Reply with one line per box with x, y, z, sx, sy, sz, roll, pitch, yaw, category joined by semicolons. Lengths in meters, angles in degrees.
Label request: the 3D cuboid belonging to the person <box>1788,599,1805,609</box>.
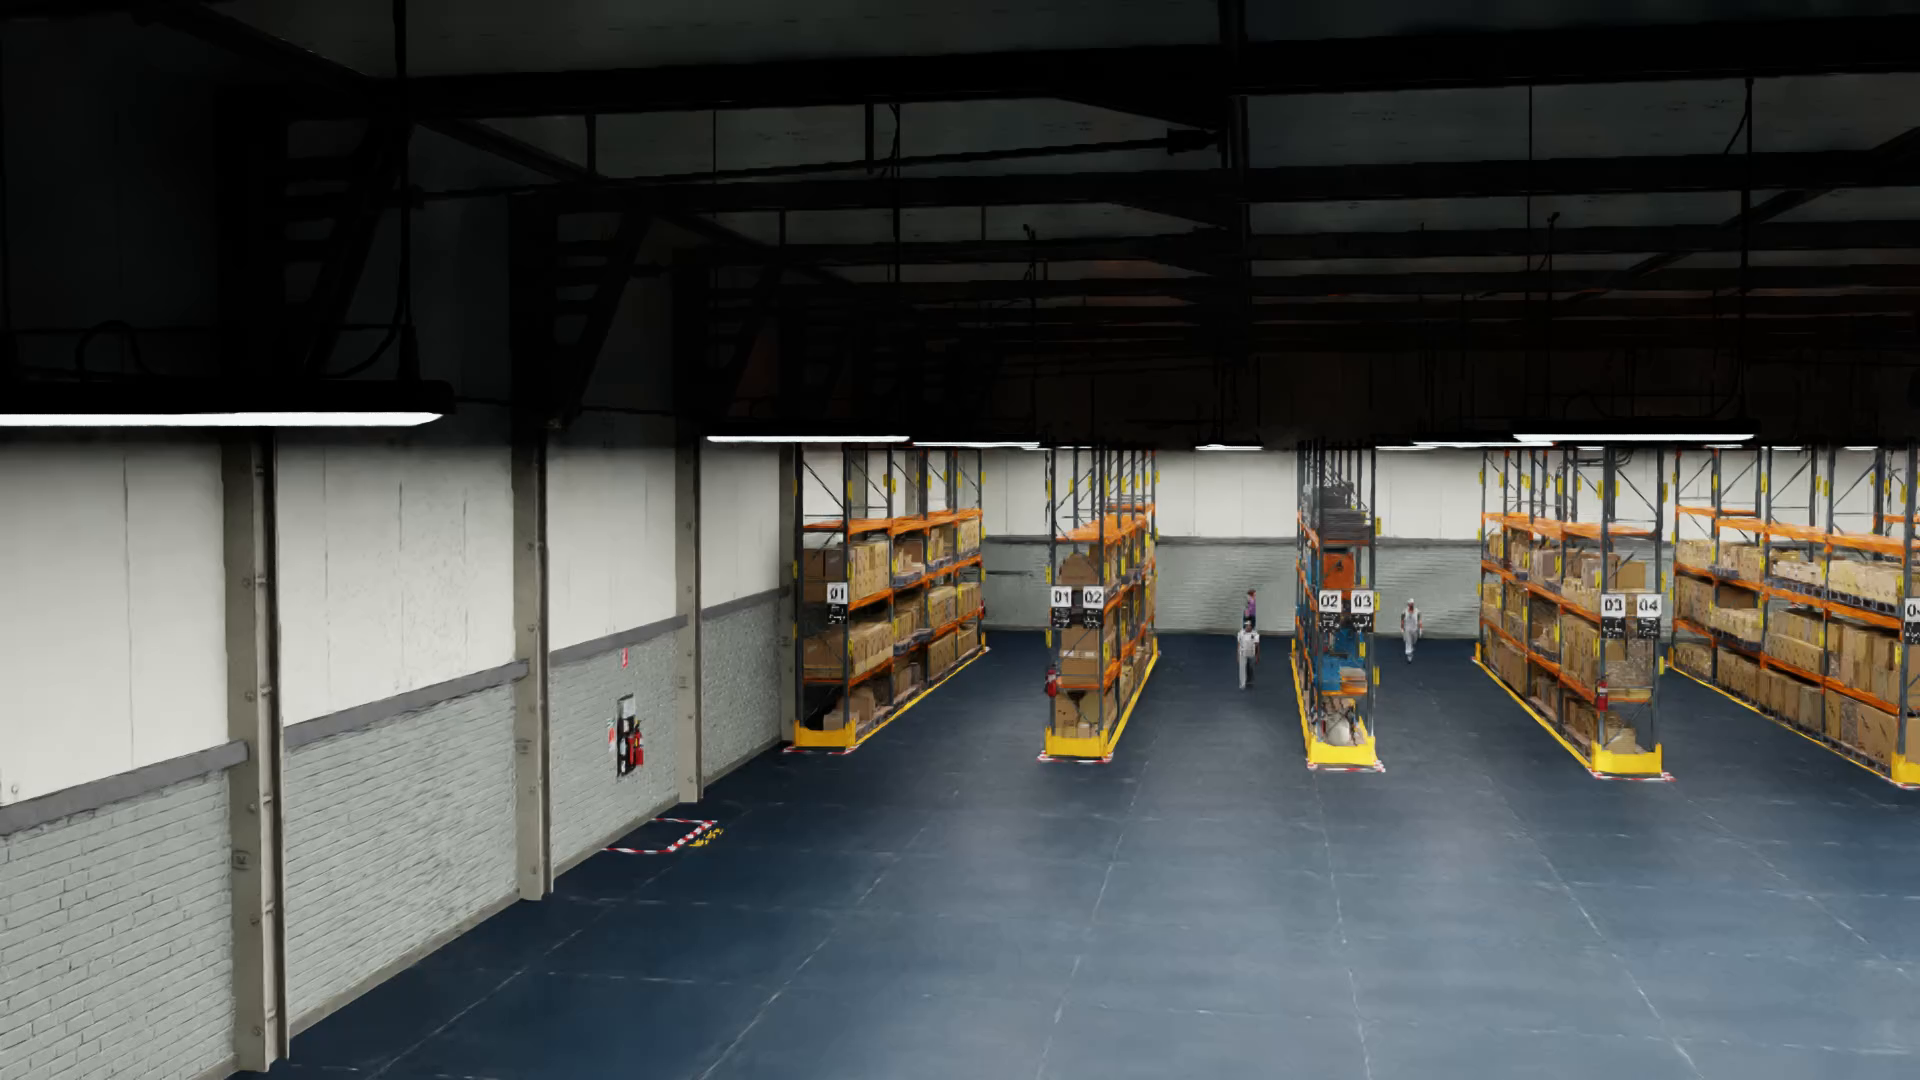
23.321;2.034;46.398;0.372;1.074;0.562;-1;3;-24;person

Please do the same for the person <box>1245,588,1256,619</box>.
8.803;1.929;50.445;0.434;0.929;0.316;-2;4;-38;person

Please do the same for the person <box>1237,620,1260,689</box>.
6.964;2.742;40.162;0.540;1.676;1.130;0;3;8;person

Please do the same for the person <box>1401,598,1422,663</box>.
12.328;2.455;45.371;0.547;1.736;1.044;0;3;9;person
